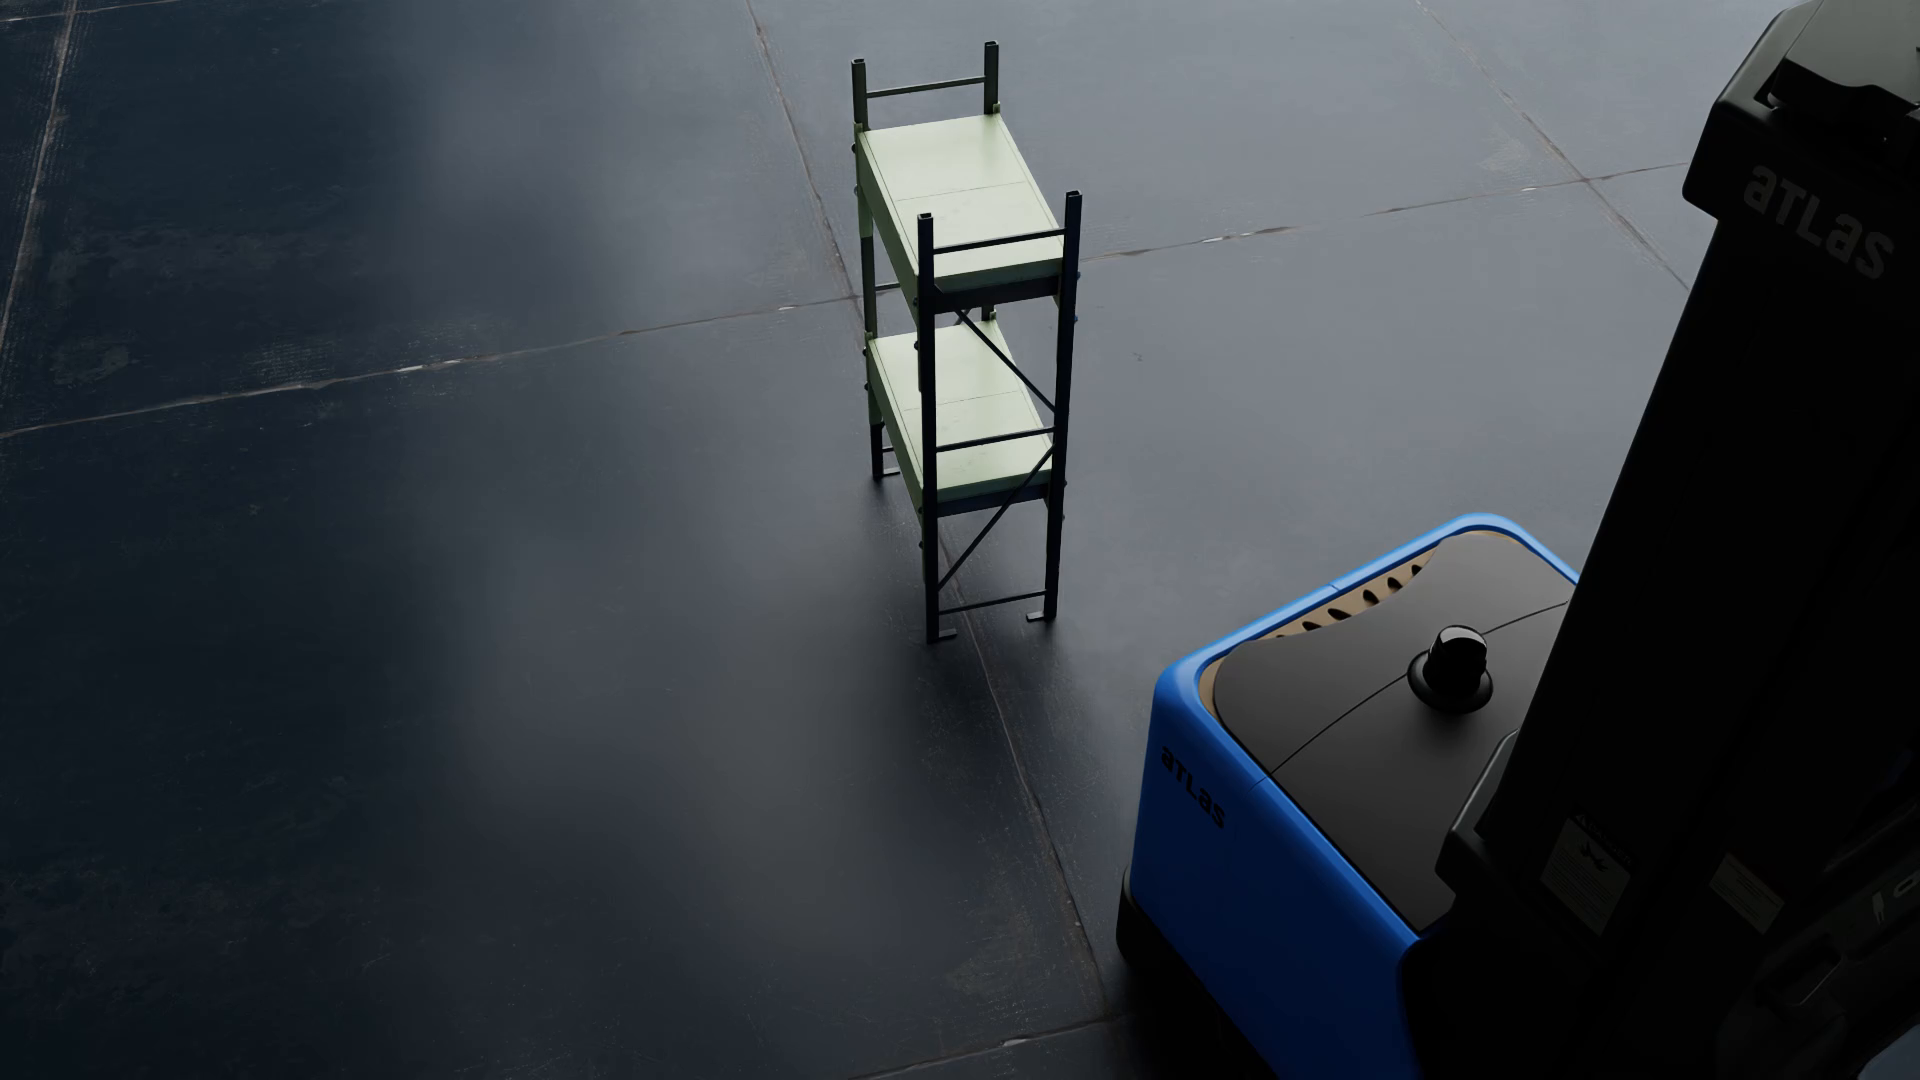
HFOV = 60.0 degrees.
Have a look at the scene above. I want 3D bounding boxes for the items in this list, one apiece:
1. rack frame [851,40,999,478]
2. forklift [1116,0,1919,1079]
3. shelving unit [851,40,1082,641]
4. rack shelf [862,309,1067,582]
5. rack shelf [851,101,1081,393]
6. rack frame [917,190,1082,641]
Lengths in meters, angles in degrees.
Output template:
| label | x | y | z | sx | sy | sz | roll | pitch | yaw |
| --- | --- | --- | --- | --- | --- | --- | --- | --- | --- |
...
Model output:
| label | x | y | z | sx | sy | sz | roll | pitch | yaw |
| --- | --- | --- | --- | --- | --- | --- | --- | --- | --- |
| rack frame | -0.092 | -0.773 | 4.957 | 0.400 | 1.500 | 0.023 | -11 | 47 | -10 |
| forklift | 1.602 | 0.712 | 2.500 | 1.130 | 2.935 | 3.031 | -24 | 50 | -22 |
| shelving unit | 0.002 | -0.520 | 4.710 | 0.431 | 1.500 | 0.755 | -11 | 47 | -10 |
| rack shelf | 0.002 | -0.292 | 4.943 | 0.431 | 0.370 | 0.720 | -11 | 47 | -10 |
| rack shelf | 0.002 | -0.793 | 4.431 | 0.431 | 0.370 | 0.720 | -11 | 47 | -10 |
| rack frame | 0.095 | -0.268 | 4.462 | 0.400 | 1.500 | 0.023 | -11 | 47 | -10 |
